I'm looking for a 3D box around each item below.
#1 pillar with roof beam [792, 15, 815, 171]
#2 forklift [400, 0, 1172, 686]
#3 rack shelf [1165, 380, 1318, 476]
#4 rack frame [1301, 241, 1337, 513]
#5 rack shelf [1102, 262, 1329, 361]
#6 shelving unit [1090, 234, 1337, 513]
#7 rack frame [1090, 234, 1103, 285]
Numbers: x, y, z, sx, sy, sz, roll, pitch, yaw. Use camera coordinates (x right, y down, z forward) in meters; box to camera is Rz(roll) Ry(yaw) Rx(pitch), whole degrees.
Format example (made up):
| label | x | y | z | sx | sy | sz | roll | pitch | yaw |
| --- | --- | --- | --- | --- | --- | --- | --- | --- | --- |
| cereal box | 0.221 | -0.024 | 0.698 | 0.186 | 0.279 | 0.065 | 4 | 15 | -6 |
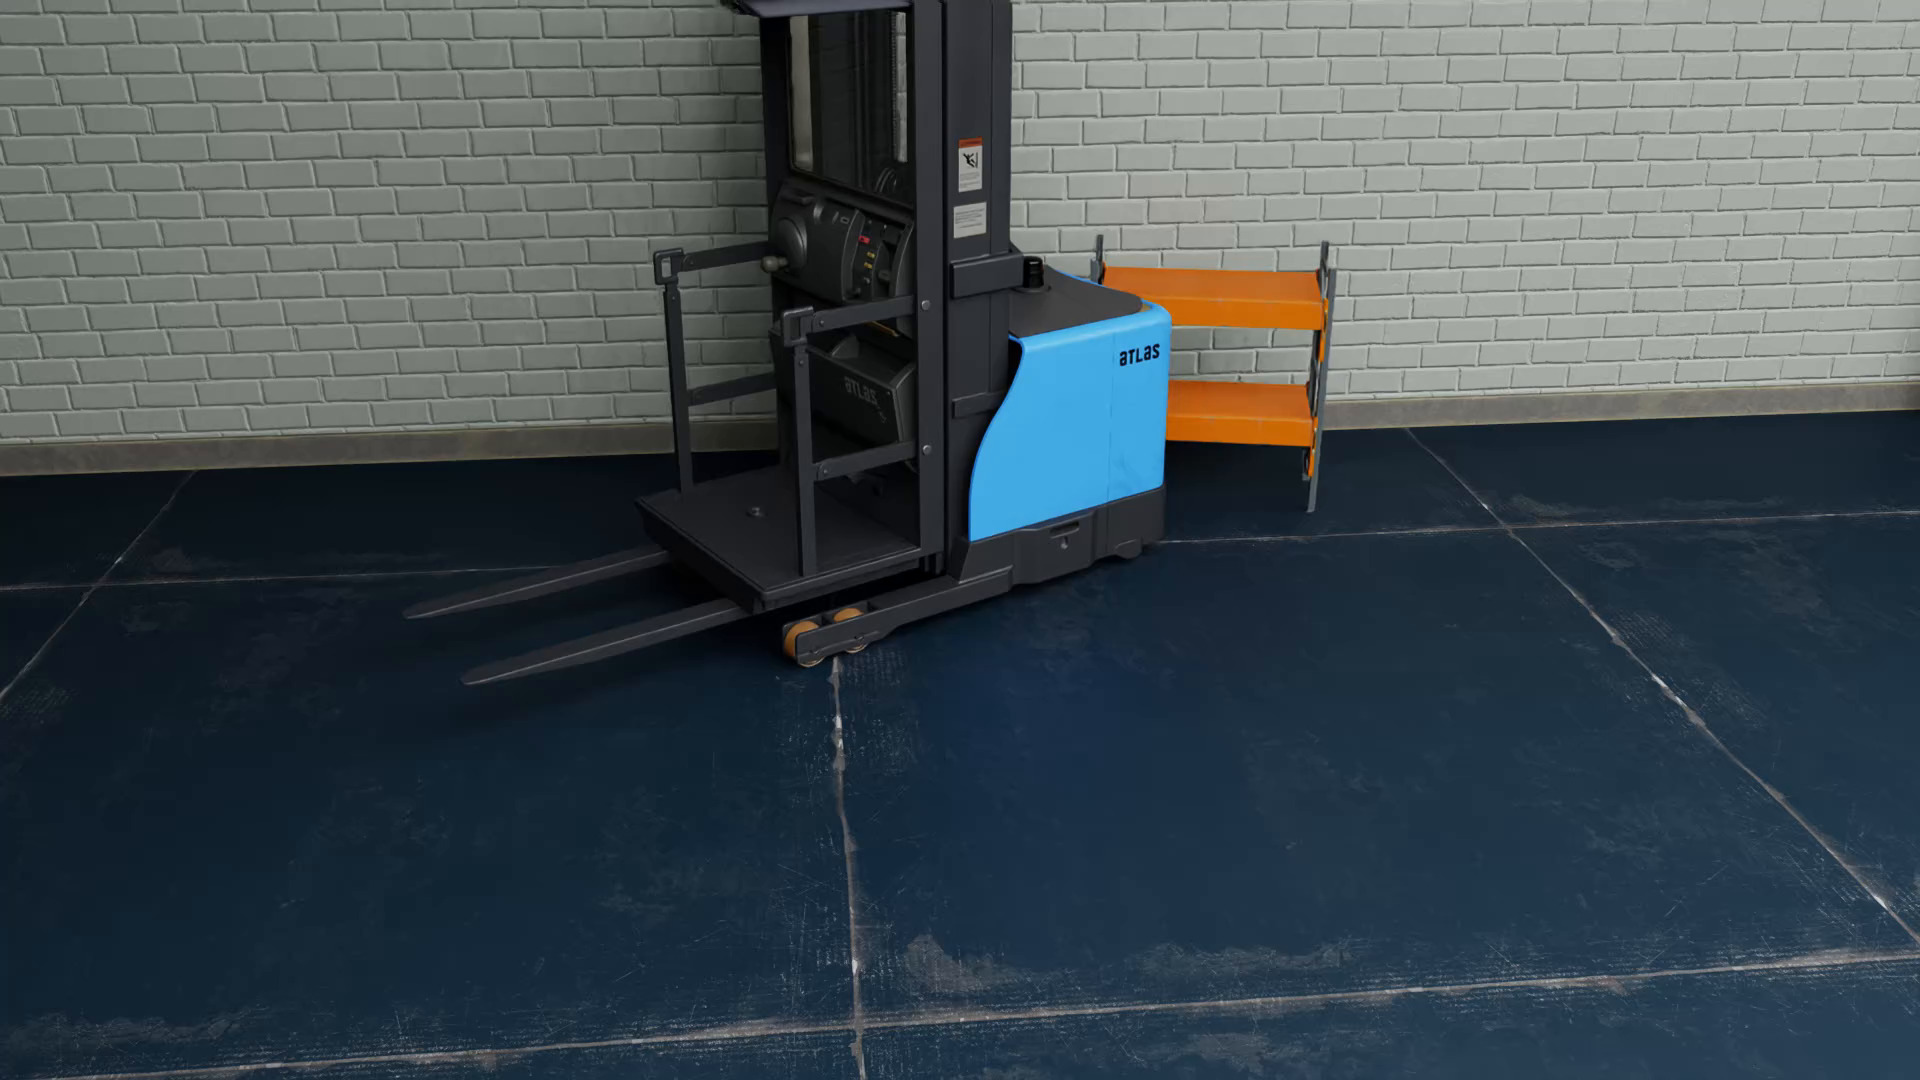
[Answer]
| label | x | y | z | sx | sy | sz | roll | pitch | yaw |
| --- | --- | --- | --- | --- | --- | --- | --- | --- | --- |
| pillar with roof beam | -0.254 | -2.784 | 2.434 | 0.400 | 9.000 | 9.100 | -2 | 24 | -5 |
| forklift | -0.624 | -1.111 | 6.141 | 3.031 | 2.935 | 1.130 | -16 | 29 | -32 |
| rack shelf | 1.117 | -0.542 | 7.685 | 1.000 | 0.278 | 0.538 | 3 | 24 | 7 |
| rack frame | 1.621 | -0.739 | 7.528 | 0.032 | 1.125 | 0.500 | 3 | 24 | 7 |
| rack shelf | 1.117 | -1.032 | 7.467 | 1.000 | 0.278 | 0.538 | 3 | 24 | 7 |
| shelving unit | 1.117 | -0.765 | 7.586 | 1.048 | 1.125 | 0.538 | 3 | 24 | 7 |
| rack frame | 0.613 | -0.791 | 7.645 | 0.032 | 1.125 | 0.500 | 3 | 24 | 7 |
